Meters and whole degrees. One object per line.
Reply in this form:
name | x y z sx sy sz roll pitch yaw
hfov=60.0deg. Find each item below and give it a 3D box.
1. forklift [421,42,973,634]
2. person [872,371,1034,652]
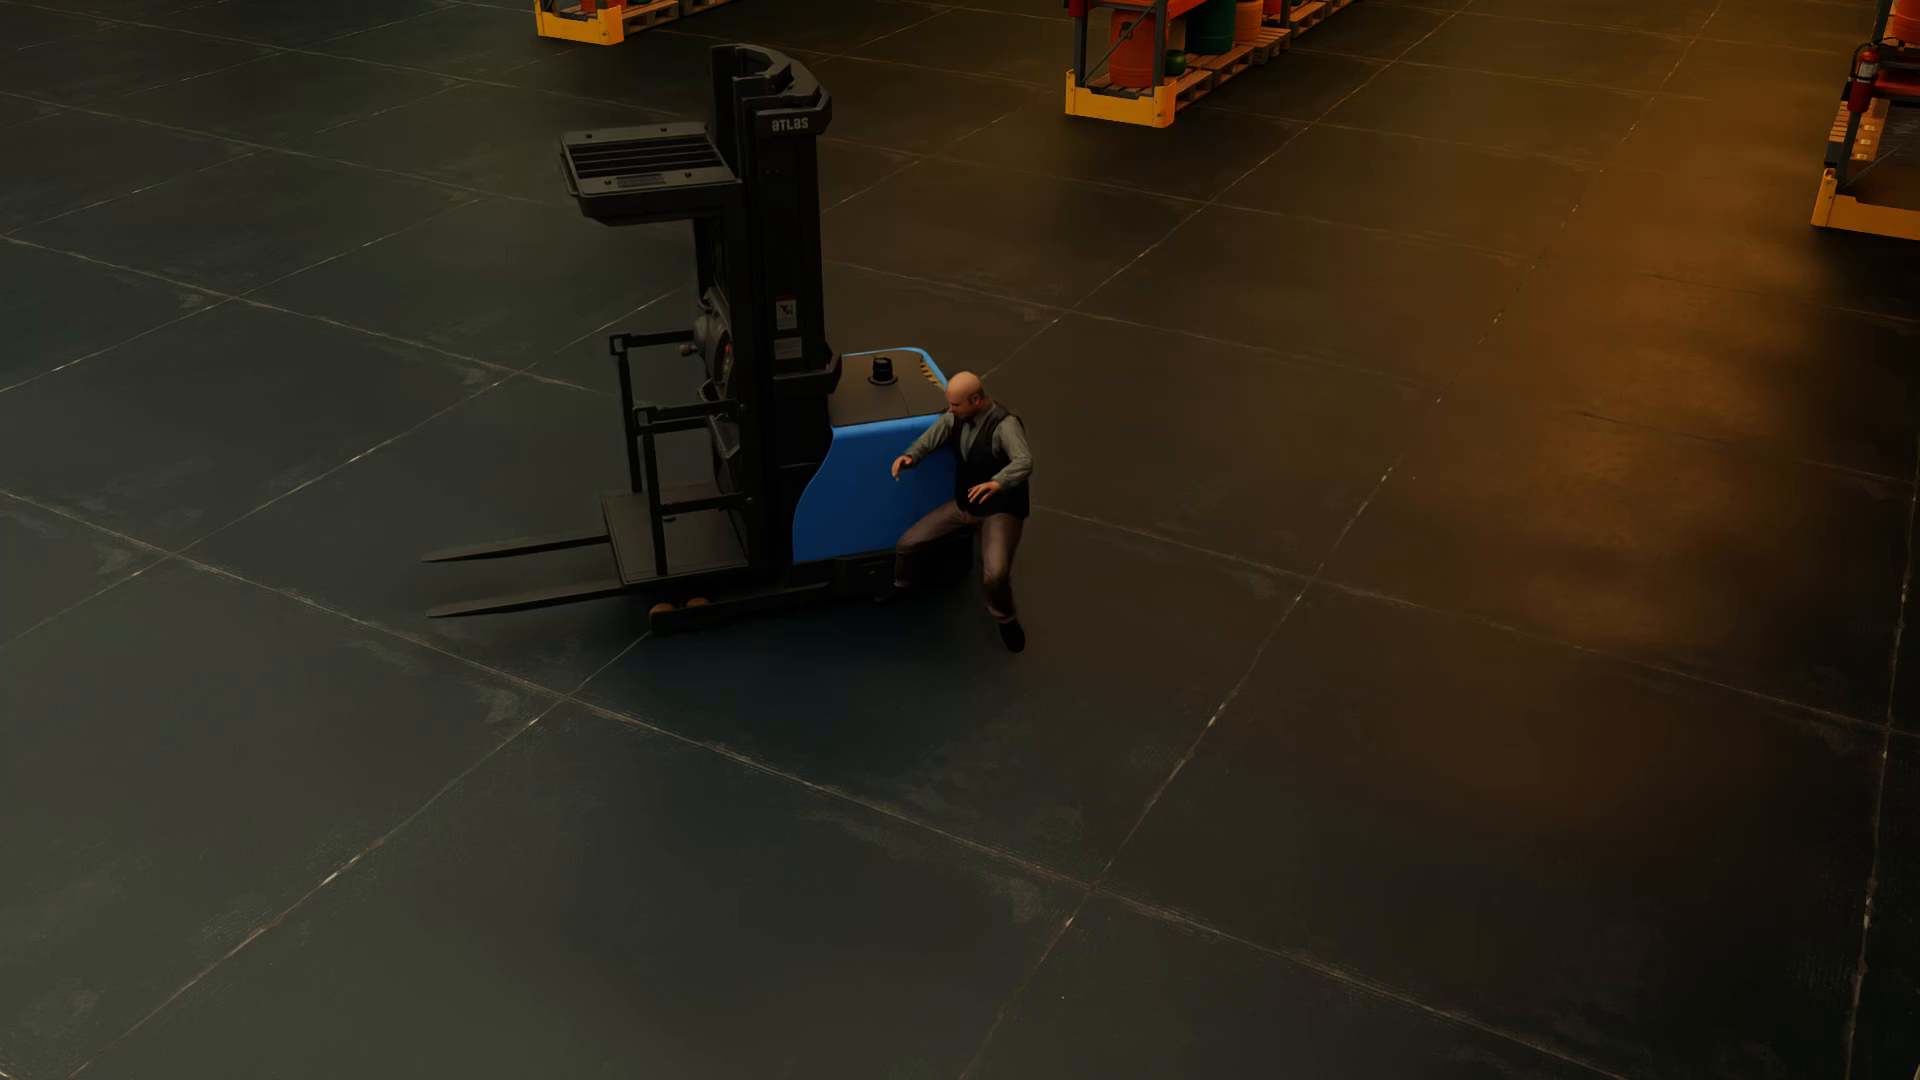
forklift | -1.500 -1.050 8.890 3.031 2.935 1.130 -9 31 -15
person | -0.005 -0.169 8.846 0.759 1.498 0.992 -23 37 -34
